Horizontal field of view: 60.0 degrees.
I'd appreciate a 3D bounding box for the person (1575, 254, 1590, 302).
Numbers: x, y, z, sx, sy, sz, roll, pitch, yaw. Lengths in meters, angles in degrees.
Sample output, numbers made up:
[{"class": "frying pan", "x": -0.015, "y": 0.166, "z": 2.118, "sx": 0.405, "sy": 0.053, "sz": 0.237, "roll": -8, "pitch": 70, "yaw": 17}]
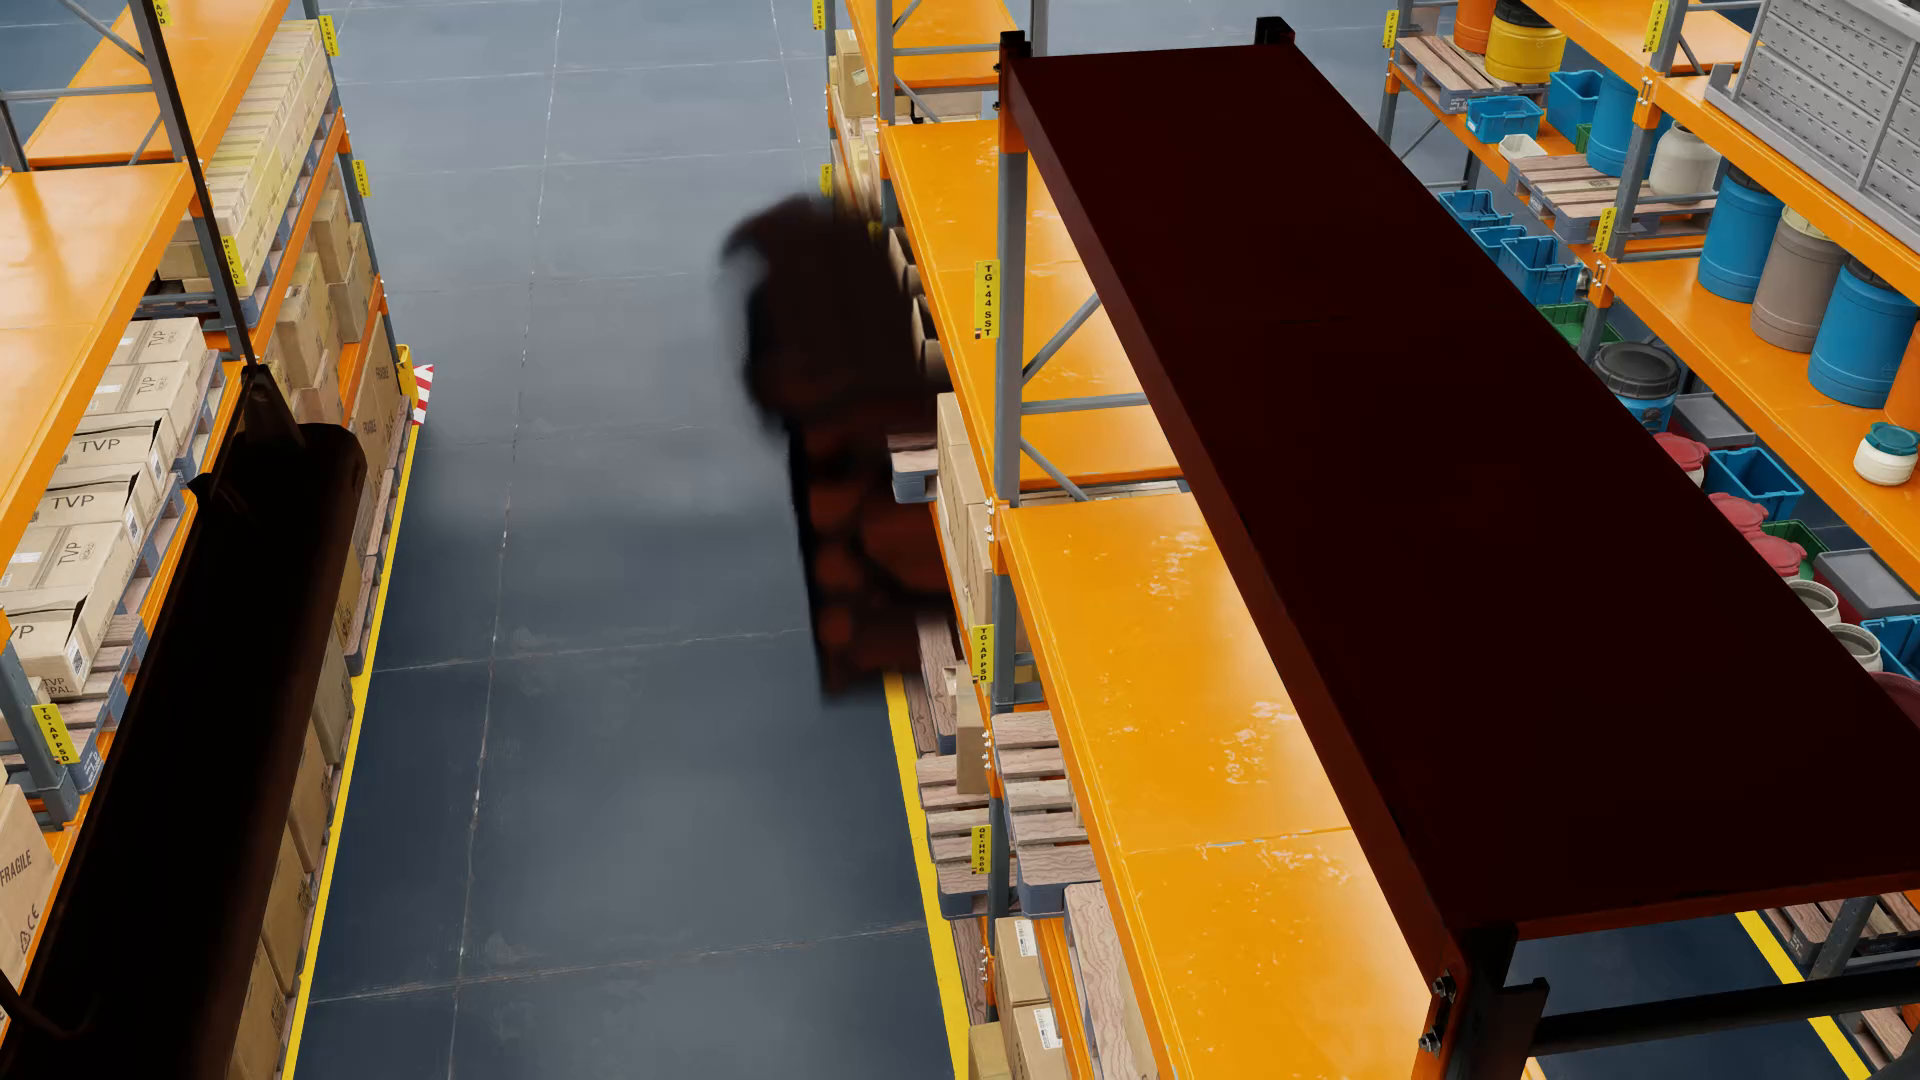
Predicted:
[{"class": "person", "x": 6.293, "y": -3.236, "z": 16.400, "sx": 0.439, "sy": 1.819, "sz": 0.613, "roll": -3, "pitch": 36, "yaw": -5}]
